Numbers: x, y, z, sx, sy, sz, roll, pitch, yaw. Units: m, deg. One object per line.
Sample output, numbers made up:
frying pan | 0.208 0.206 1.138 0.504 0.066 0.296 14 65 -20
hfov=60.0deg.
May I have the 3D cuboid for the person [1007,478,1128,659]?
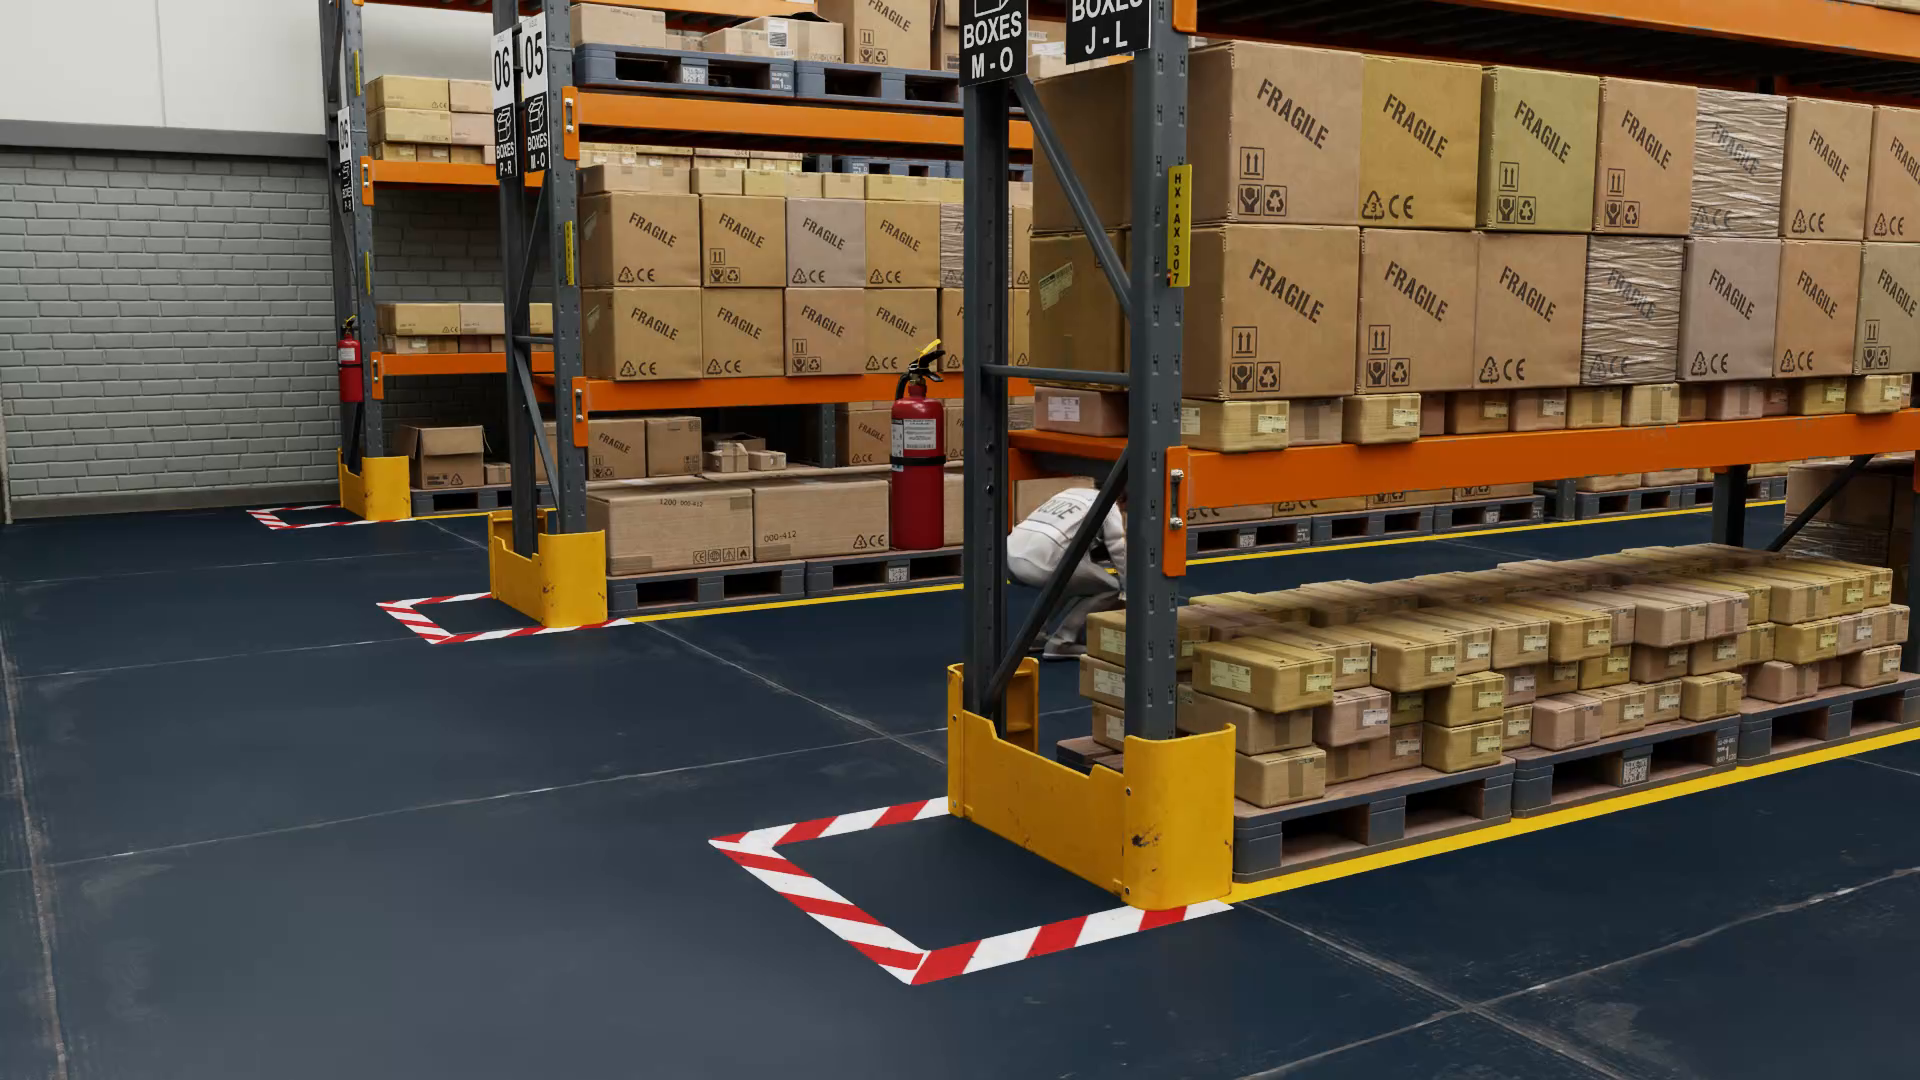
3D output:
person | 0.573 0.098 8.244 0.853 0.928 0.486 -5 10 -31
